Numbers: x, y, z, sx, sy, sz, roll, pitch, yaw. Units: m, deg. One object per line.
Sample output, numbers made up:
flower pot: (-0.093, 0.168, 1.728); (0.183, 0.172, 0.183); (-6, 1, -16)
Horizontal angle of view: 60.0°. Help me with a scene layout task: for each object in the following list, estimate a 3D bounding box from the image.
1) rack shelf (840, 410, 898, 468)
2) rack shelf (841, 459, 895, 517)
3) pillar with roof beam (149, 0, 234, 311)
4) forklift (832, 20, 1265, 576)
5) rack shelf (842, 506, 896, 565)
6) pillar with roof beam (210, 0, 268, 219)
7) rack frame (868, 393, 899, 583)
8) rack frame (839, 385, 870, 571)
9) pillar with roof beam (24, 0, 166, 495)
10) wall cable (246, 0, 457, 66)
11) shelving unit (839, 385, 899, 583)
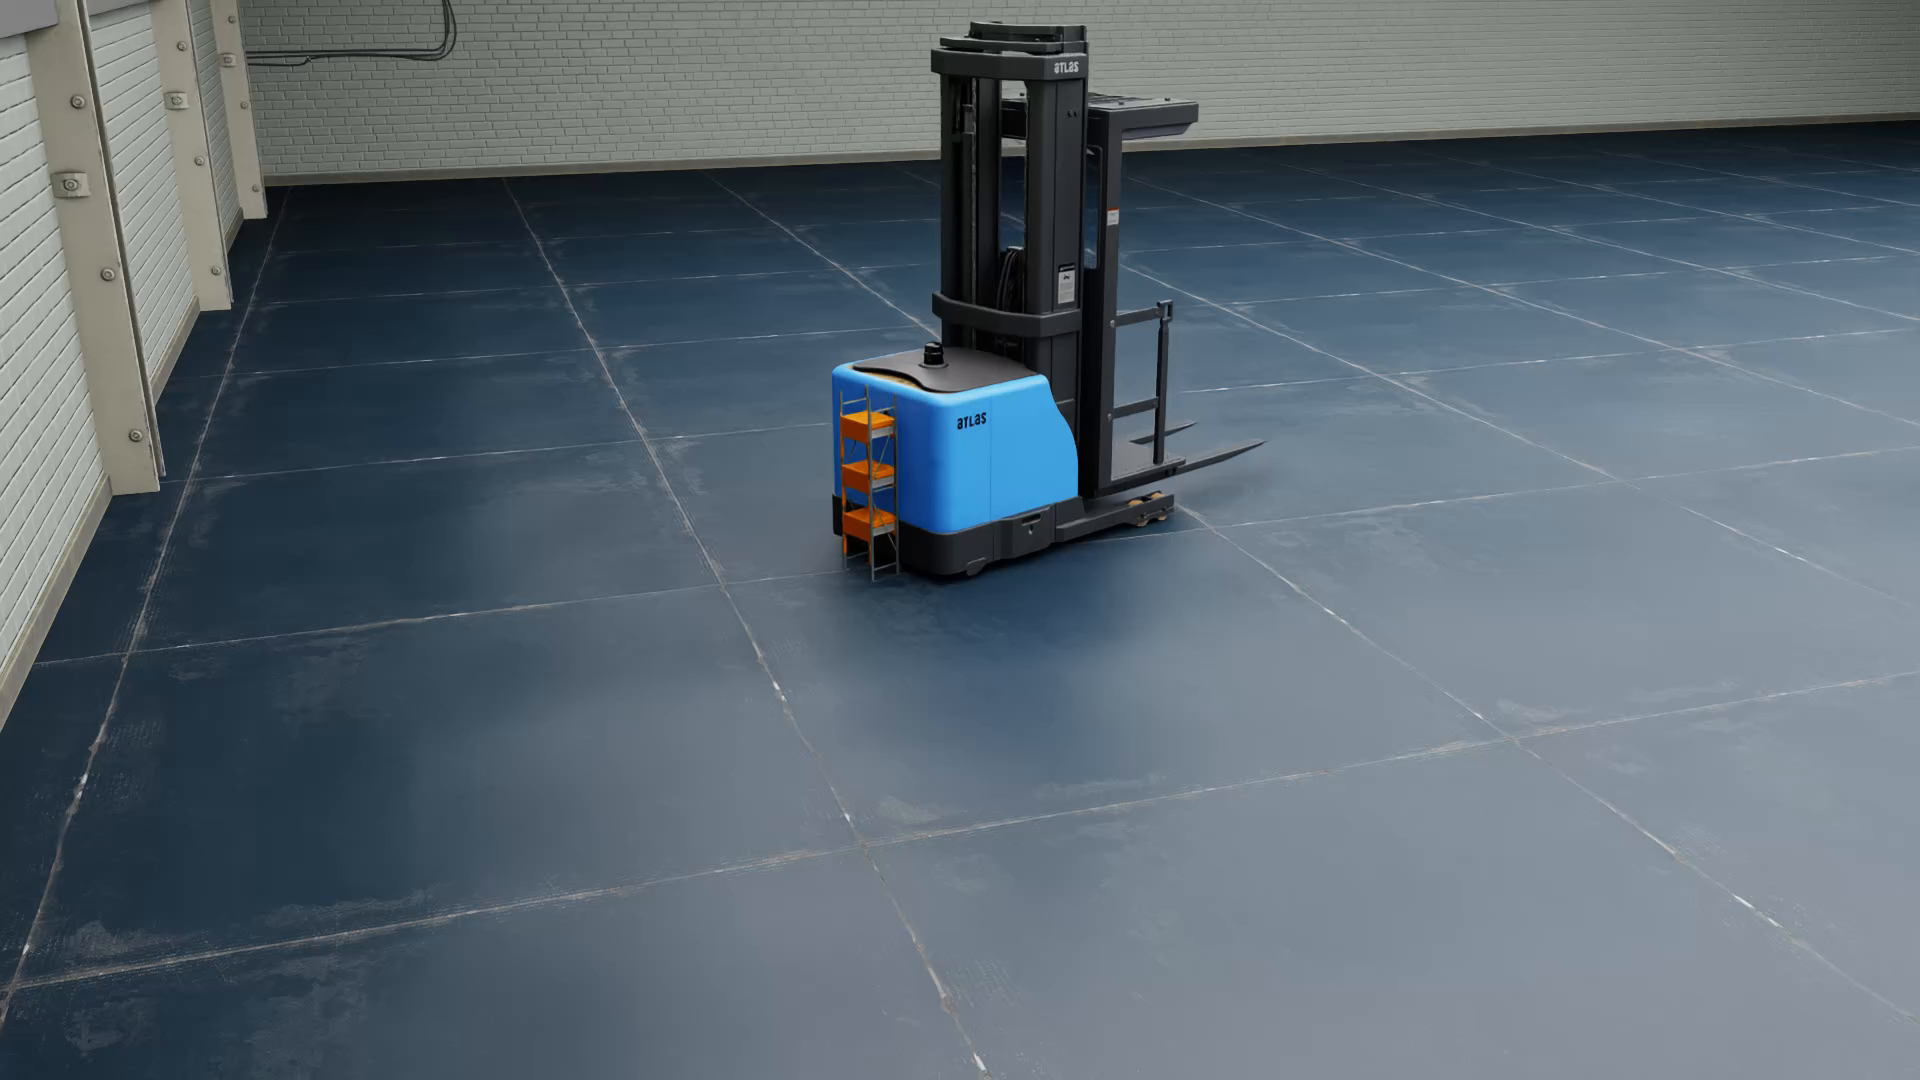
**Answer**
rack shelf: (-0.501, -0.566, 9.132); (0.215, 0.259, 0.240); (-17, 26, -39)
rack shelf: (-0.501, -0.299, 9.227); (0.215, 0.259, 0.240); (-17, 26, -39)
pillar with roof beam: (-3.210, -6.982, 16.043); (9.100, 9.000, 0.400); (-6, 21, -17)
forklift: (0.686, -1.575, 9.965); (3.031, 2.935, 1.130); (-17, 26, -39)
rack shelf: (-0.501, -0.038, 9.321); (0.215, 0.259, 0.240); (-17, 26, -39)
pillar with roof beam: (-5.096, -8.907, 21.403); (9.100, 9.000, 0.400); (-6, 21, -17)
rack frame: (-0.419, -0.279, 9.139); (0.200, 1.050, 0.008); (-17, 26, -39)
rack frame: (-0.583, -0.340, 9.309); (0.200, 1.050, 0.008); (-17, 26, -39)
pillar with roof beam: (-1.325, -5.057, 10.682); (9.100, 9.000, 0.400); (-6, 21, -17)
wall cable: (-8.854, -8.075, 23.678); (3.097, 2.526, 0.112); (-6, 21, -17)
shelving unit: (-0.501, -0.309, 9.224); (0.215, 1.050, 0.252); (-17, 26, -39)
